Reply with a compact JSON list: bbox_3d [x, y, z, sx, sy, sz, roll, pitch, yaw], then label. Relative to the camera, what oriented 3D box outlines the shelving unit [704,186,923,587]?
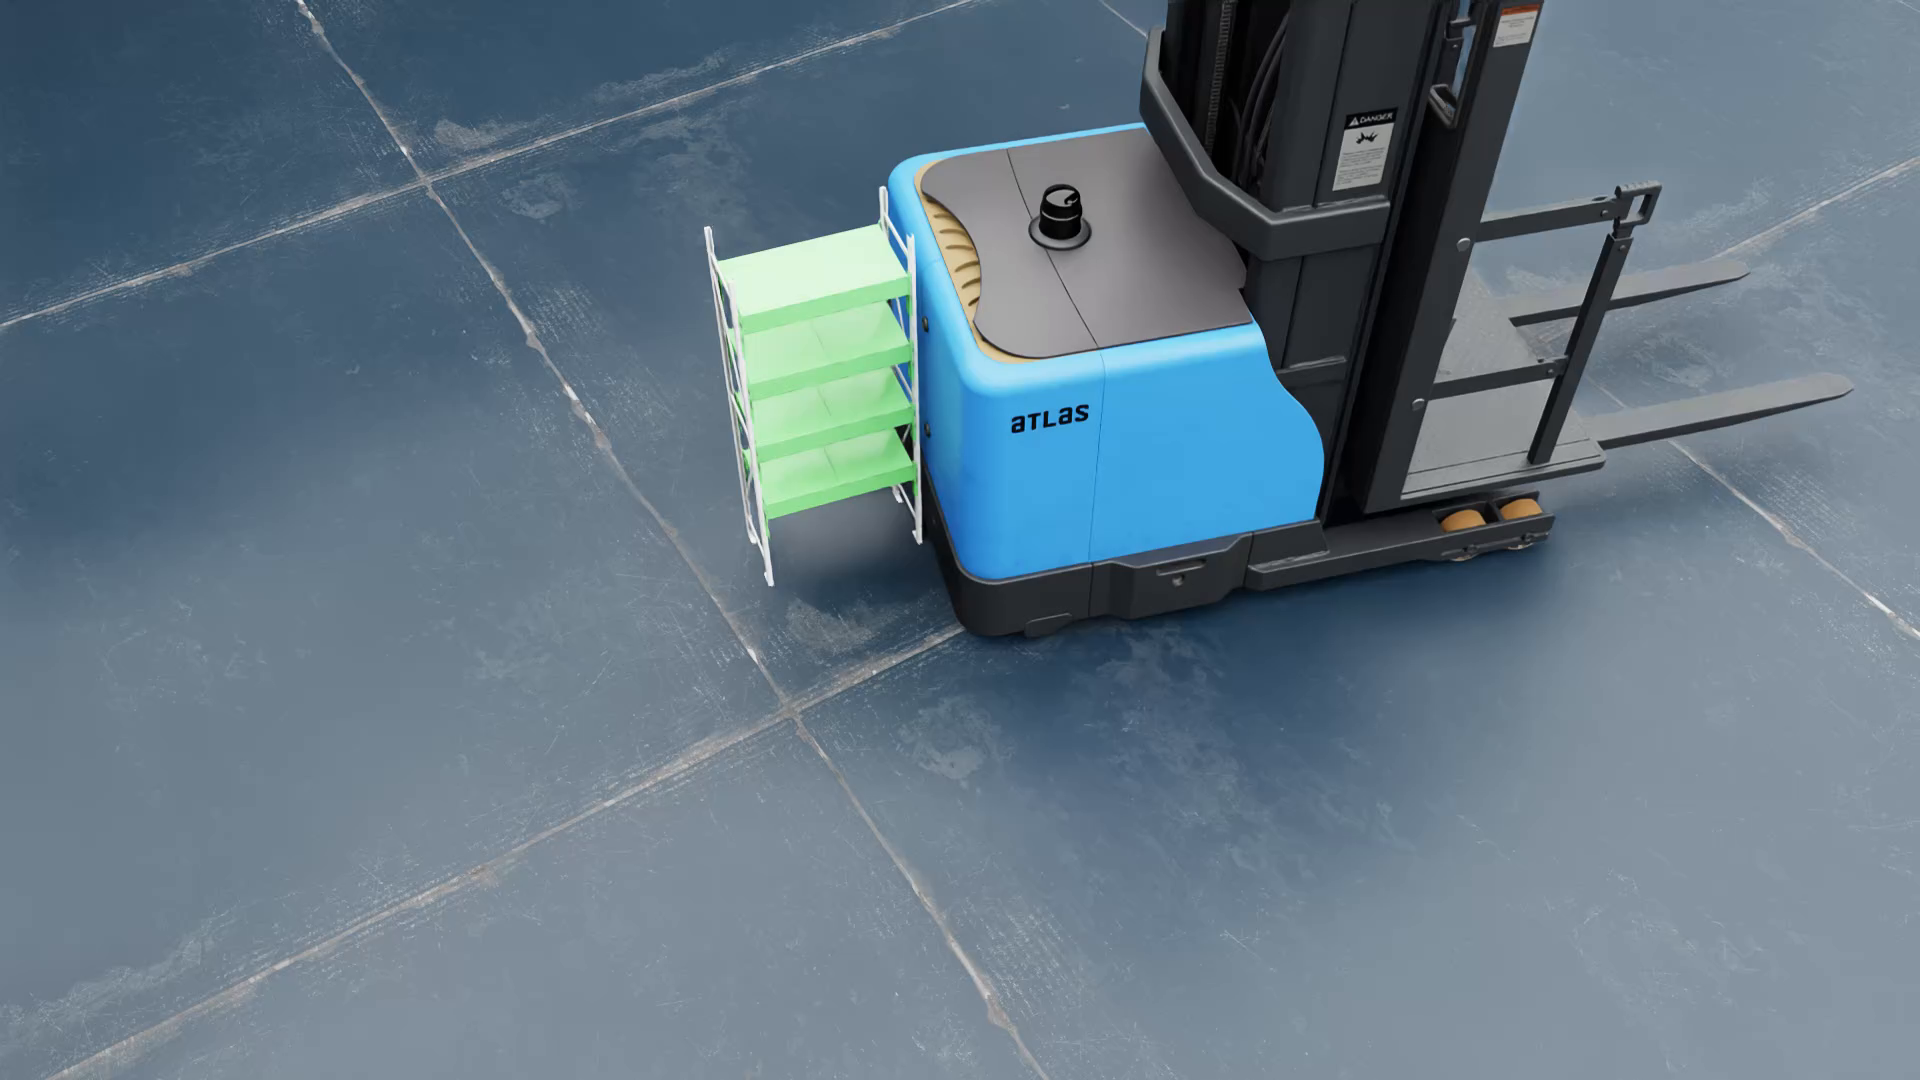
[{"bbox_3d":[-0.396,-0.406,4.808,0.503,1.200,0.258,-16,50,-14],"label":"shelving unit"}]

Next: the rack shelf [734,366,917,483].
[{"bbox_3d":[-0.396,-0.364,4.856,0.480,0.148,0.258,-16,50,-14],"label":"rack shelf"}]

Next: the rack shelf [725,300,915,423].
[{"bbox_3d":[-0.396,-0.523,4.677,0.480,0.148,0.258,-16,50,-14],"label":"rack shelf"}]

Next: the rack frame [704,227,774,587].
[{"bbox_3d":[-0.623,-0.341,4.750,0.015,1.200,0.240,-16,50,-14],"label":"rack frame"}]

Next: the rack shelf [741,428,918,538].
[{"bbox_3d":[-0.396,-0.204,5.035,0.480,0.148,0.258,-16,50,-14],"label":"rack shelf"}]

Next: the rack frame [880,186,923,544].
[{"bbox_3d":[-0.168,-0.472,4.867,0.015,1.200,0.240,-16,50,-14],"label":"rack frame"}]

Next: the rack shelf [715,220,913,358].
[{"bbox_3d":[-0.396,-0.683,4.498,0.480,0.148,0.258,-16,50,-14],"label":"rack shelf"}]

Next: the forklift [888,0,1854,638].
[{"bbox_3d":[1.353,-1.283,4.430,3.031,2.935,1.130,-11,49,-9],"label":"forklift"}]
